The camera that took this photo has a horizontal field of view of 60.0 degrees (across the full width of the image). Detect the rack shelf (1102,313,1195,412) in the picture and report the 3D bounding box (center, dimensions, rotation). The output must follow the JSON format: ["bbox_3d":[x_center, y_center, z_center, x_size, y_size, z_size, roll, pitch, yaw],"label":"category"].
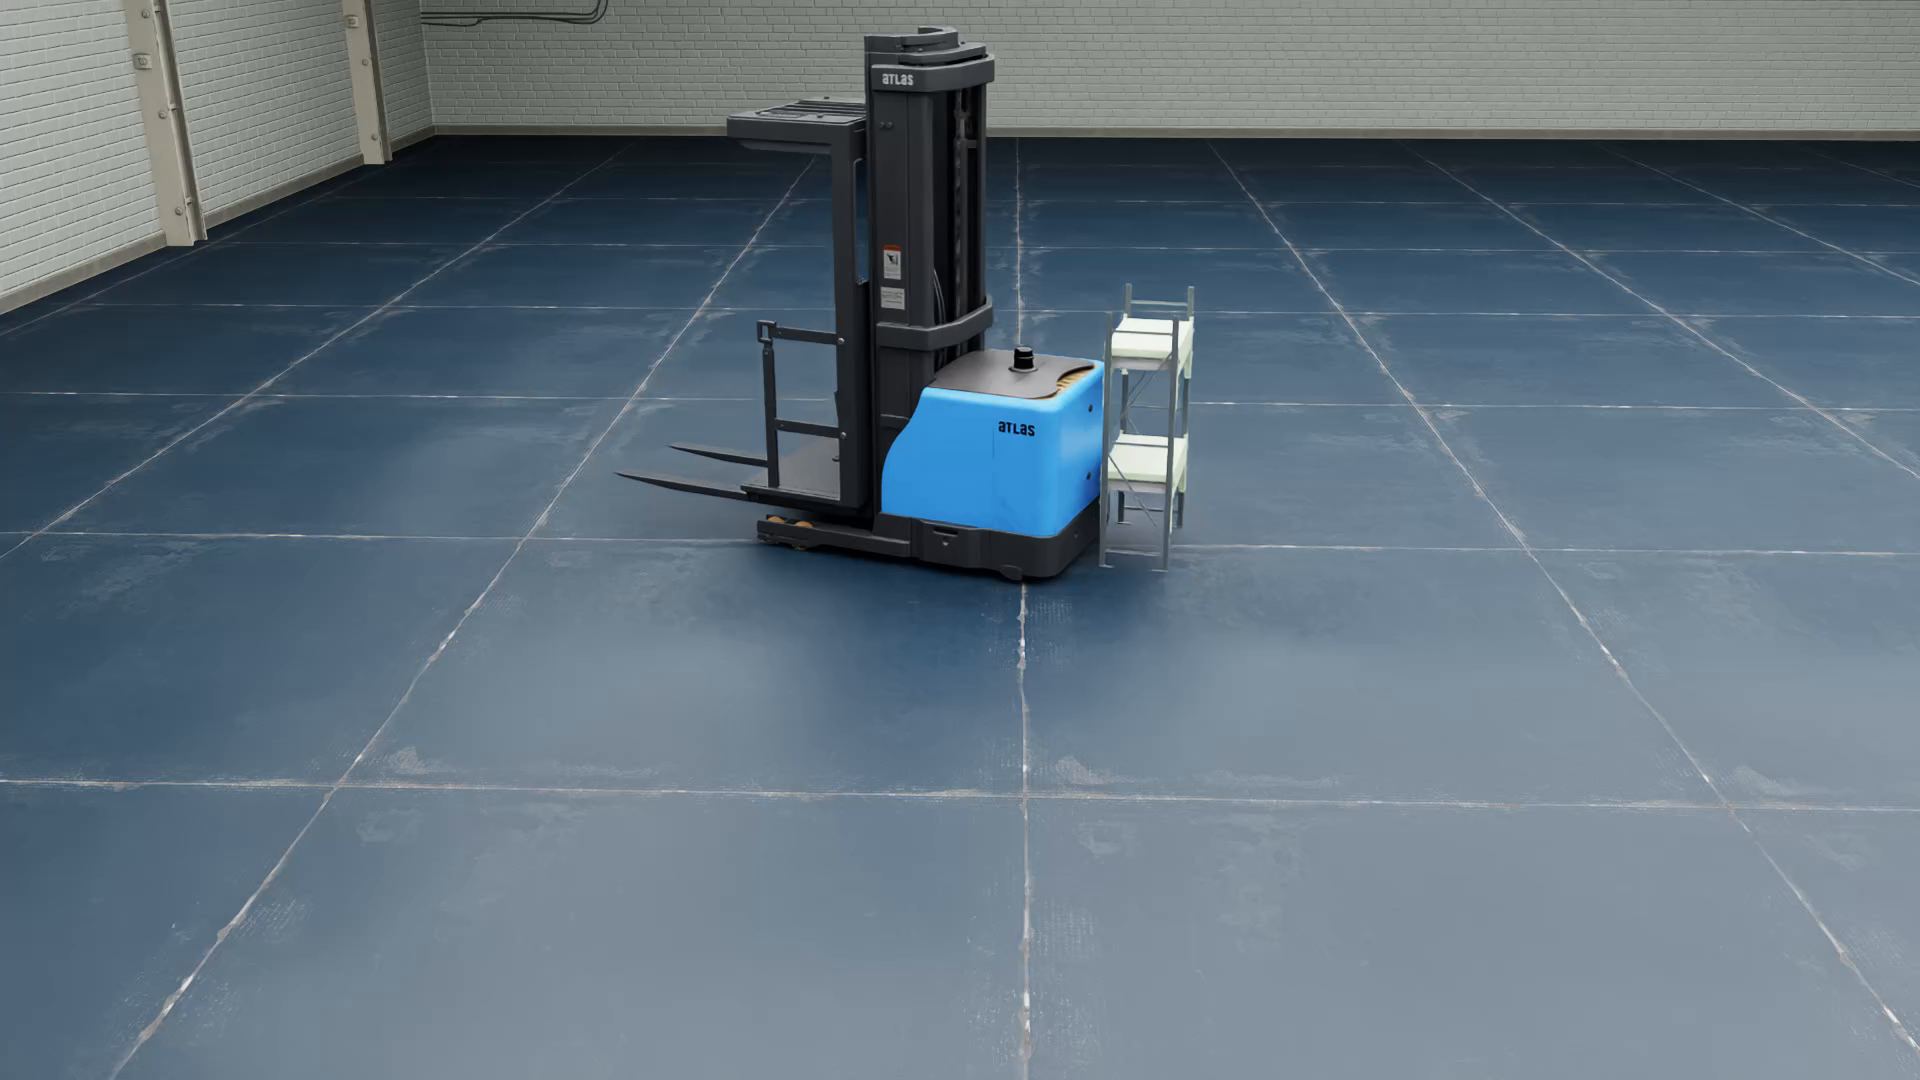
[{"bbox_3d":[1.082,-1.022,9.507,0.431,0.370,0.720,5,22,13],"label":"rack shelf"}]

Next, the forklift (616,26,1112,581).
[{"bbox_3d":[-0.659,-1.472,9.770,3.031,2.935,1.130,9,23,22],"label":"forklift"}]

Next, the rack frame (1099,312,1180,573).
[{"bbox_3d":[0.997,-0.529,9.316,0.400,1.500,0.023,5,22,13],"label":"rack frame"}]

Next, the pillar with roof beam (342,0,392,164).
[{"bbox_3d":[-4.180,-9.651,22.462,9.100,9.000,0.400,1,21,2],"label":"pillar with roof beam"}]

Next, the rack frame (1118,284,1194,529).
[{"bbox_3d":[1.169,-0.786,9.979,0.400,1.500,0.023,5,22,13],"label":"rack frame"}]

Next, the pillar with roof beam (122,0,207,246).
[{"bbox_3d":[-4.362,-7.482,16.871,9.100,9.000,0.400,1,21,2],"label":"pillar with roof beam"}]

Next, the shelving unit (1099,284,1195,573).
[{"bbox_3d":[1.083,-0.658,9.648,0.431,1.500,0.755,5,22,13],"label":"shelving unit"}]

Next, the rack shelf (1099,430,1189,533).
[{"bbox_3d":[1.084,-0.354,9.765,0.431,0.370,0.720,5,22,13],"label":"rack shelf"}]

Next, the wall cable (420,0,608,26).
[{"bbox_3d":[-7.071,-9.301,25.853,3.097,2.526,0.112,1,21,2],"label":"wall cable"}]
